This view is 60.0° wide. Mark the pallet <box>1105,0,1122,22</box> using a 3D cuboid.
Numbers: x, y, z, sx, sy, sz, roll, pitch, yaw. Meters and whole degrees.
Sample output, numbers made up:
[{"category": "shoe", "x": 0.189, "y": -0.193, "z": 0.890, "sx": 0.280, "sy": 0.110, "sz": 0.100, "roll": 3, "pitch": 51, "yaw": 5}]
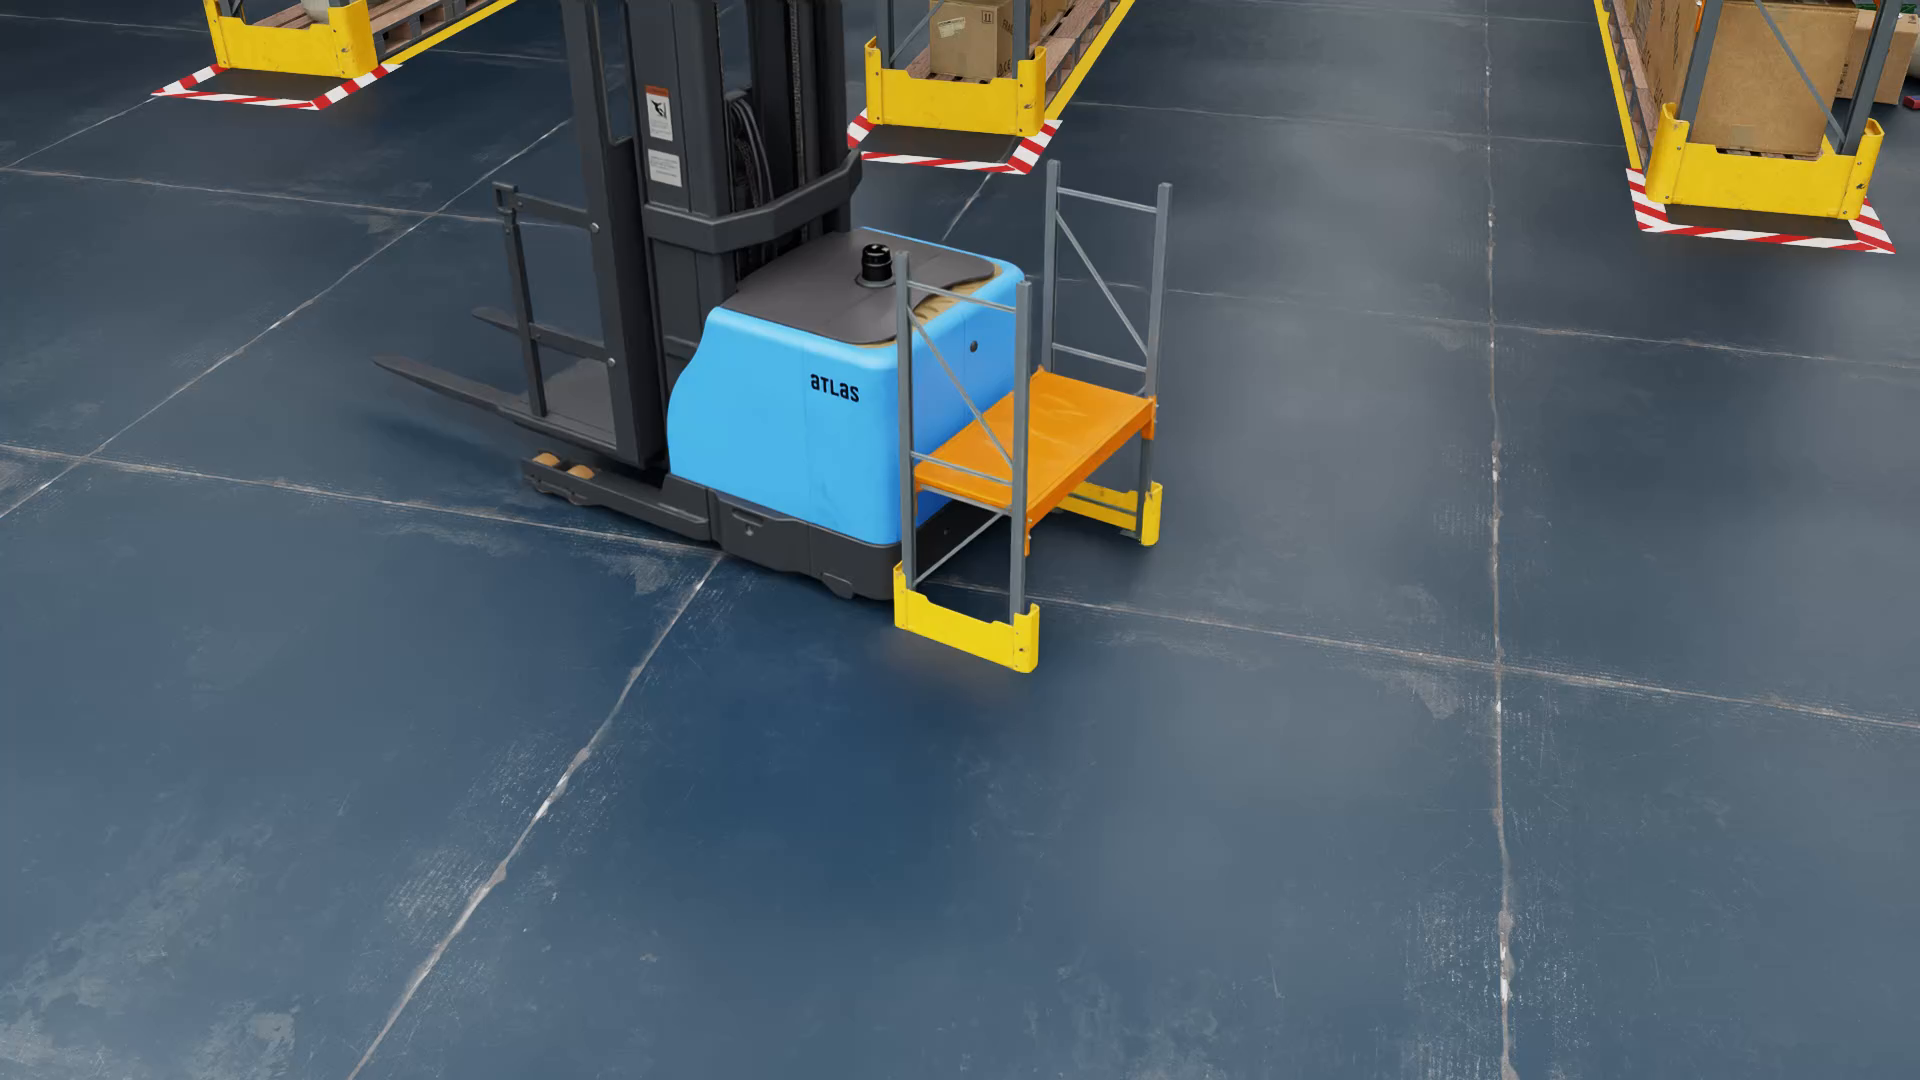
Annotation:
[{"category": "pallet", "x": 0.829, "y": -4.578, "z": 13.754, "sx": 1.003, "sy": 0.211, "sz": 1.213, "roll": 8, "pitch": 33, "yaw": 12}]

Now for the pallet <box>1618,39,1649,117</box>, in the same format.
[{"category": "pallet", "x": 5.161, "y": -3.184, "z": 11.562, "sx": 1.003, "sy": 0.211, "sz": 1.213, "roll": 8, "pitch": 33, "yaw": 12}]

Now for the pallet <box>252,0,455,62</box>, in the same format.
[{"category": "pallet", "x": -4.655, "y": -3.996, "z": 12.839, "sx": 1.003, "sy": 0.211, "sz": 1.213, "roll": 8, "pitch": 33, "yaw": 12}]

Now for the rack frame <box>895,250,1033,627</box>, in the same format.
[{"category": "rack frame", "x": 0.008, "y": -0.240, "z": 5.730, "sx": 0.500, "sy": 1.500, "sz": 0.032, "roll": 18, "pitch": 37, "yaw": 26}]

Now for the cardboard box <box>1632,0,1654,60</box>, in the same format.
[{"category": "cardboard box", "x": 5.285, "y": -3.875, "z": 11.639, "sx": 0.875, "sy": 0.875, "sz": 0.875, "roll": 8, "pitch": 33, "yaw": 13}]

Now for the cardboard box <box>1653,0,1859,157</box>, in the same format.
[{"category": "cardboard box", "x": 4.830, "y": -2.946, "z": 10.177, "sx": 0.875, "sy": 0.875, "sz": 0.875, "roll": 8, "pitch": 33, "yaw": 13}]

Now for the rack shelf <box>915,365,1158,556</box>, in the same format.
[{"category": "rack shelf", "x": 0.275, "y": -0.321, "z": 6.192, "sx": 0.538, "sy": 0.185, "sz": 1.000, "roll": 18, "pitch": 37, "yaw": 26}]

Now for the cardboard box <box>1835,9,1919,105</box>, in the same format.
[{"category": "cardboard box", "x": 6.336, "y": -3.381, "z": 11.600, "sx": 0.500, "sy": 0.500, "sz": 0.500, "roll": 14, "pitch": 35, "yaw": 21}]

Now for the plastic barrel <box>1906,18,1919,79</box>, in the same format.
[{"category": "plastic barrel", "x": 6.933, "y": -3.495, "z": 11.853, "sx": 0.421, "sy": 0.421, "sz": 0.512, "roll": -21, "pitch": 38, "yaw": -29}]

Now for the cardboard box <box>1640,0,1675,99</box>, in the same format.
[{"category": "cardboard box", "x": 5.052, "y": -3.403, "z": 10.895, "sx": 0.875, "sy": 0.875, "sz": 0.875, "roll": 8, "pitch": 33, "yaw": 12}]

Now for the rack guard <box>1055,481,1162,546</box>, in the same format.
[{"category": "rack guard", "x": 0.541, "y": -0.176, "z": 6.794, "sx": 0.587, "sy": 0.250, "sz": 0.087, "roll": 18, "pitch": 37, "yaw": 26}]

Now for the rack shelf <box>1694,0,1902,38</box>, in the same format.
[{"category": "rack shelf", "x": 5.230, "y": -4.039, "z": 10.977, "sx": 1.077, "sy": 0.370, "sz": 4.000, "roll": 8, "pitch": 33, "yaw": 12}]

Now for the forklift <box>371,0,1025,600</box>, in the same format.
[{"category": "forklift", "x": -1.253, "y": -1.600, "z": 6.534, "sx": 3.031, "sy": 2.935, "sz": 1.130, "roll": 19, "pitch": 37, "yaw": 27}]

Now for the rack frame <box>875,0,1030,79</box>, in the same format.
[{"category": "rack frame", "x": -0.050, "y": -4.032, "z": 10.296, "sx": 1.000, "sy": 3.000, "sz": 0.127, "roll": 8, "pitch": 33, "yaw": 12}]

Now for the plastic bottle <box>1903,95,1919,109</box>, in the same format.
[{"category": "plastic bottle", "x": 6.657, "y": -3.012, "z": 11.431, "sx": 0.283, "sy": 0.061, "sz": 0.133, "roll": -3, "pitch": 33, "yaw": -4}]

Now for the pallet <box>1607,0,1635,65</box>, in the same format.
[{"category": "pallet", "x": 5.469, "y": -3.819, "z": 12.561, "sx": 1.003, "sy": 0.211, "sz": 1.213, "roll": 8, "pitch": 33, "yaw": 12}]

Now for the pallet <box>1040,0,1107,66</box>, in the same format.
[{"category": "pallet", "x": 0.522, "y": -3.943, "z": 12.755, "sx": 1.003, "sy": 0.211, "sz": 1.213, "roll": 8, "pitch": 33, "yaw": 12}]

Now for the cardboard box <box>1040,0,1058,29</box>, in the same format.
[{"category": "cardboard box", "x": 0.421, "y": -4.113, "z": 12.363, "sx": 0.500, "sy": 0.500, "sz": 0.500, "roll": 11, "pitch": 34, "yaw": 17}]

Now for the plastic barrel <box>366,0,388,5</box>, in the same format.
[{"category": "plastic barrel", "x": -4.620, "y": -4.446, "z": 12.875, "sx": 0.421, "sy": 0.512, "sz": 0.421, "roll": 0, "pitch": 32, "yaw": 0}]

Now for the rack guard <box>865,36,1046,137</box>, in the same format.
[{"category": "rack guard", "x": -0.030, "y": -3.017, "z": 11.029, "sx": 1.175, "sy": 0.500, "sz": 0.348, "roll": 8, "pitch": 33, "yaw": 12}]

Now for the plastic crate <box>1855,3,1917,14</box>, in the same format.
[{"category": "plastic crate", "x": 6.960, "y": -3.949, "z": 12.733, "sx": 0.662, "sy": 0.188, "sz": 0.450, "roll": -28, "pitch": 32, "yaw": -37}]

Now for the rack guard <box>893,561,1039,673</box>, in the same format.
[{"category": "rack guard", "x": 0.018, "y": 0.278, "z": 6.079, "sx": 0.587, "sy": 0.250, "sz": 0.087, "roll": 18, "pitch": 37, "yaw": 26}]

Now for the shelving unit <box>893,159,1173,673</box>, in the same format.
[{"category": "shelving unit", "x": 0.280, "y": -0.476, "z": 6.102, "sx": 0.587, "sy": 1.500, "sz": 1.083, "roll": 18, "pitch": 37, "yaw": 26}]

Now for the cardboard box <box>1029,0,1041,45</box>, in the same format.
[{"category": "cardboard box", "x": 0.244, "y": -3.791, "z": 11.856, "sx": 0.500, "sy": 0.500, "sz": 0.500, "roll": 17, "pitch": 36, "yaw": 25}]

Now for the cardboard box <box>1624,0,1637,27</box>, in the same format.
[{"category": "cardboard box", "x": 5.510, "y": -4.344, "z": 12.376, "sx": 0.875, "sy": 0.875, "sz": 0.875, "roll": 9, "pitch": 33, "yaw": 13}]

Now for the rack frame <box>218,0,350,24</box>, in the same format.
[{"category": "rack frame", "x": -4.841, "y": -4.706, "z": 11.357, "sx": 1.000, "sy": 3.000, "sz": 0.127, "roll": 8, "pitch": 33, "yaw": 12}]

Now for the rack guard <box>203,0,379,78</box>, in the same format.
[{"category": "rack guard", "x": -4.867, "y": -3.697, "z": 12.100, "sx": 1.175, "sy": 0.500, "sz": 0.348, "roll": 8, "pitch": 33, "yaw": 12}]

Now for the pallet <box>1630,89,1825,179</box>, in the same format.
[{"category": "pallet", "x": 4.850, "y": -2.553, "z": 10.569, "sx": 1.003, "sy": 0.211, "sz": 1.213, "roll": 8, "pitch": 33, "yaw": 12}]

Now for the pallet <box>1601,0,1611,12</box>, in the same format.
[{"category": "pallet", "x": 5.860, "y": -4.614, "z": 13.811, "sx": 1.003, "sy": 0.211, "sz": 1.213, "roll": 8, "pitch": 33, "yaw": 12}]

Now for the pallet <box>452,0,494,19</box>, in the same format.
[{"category": "pallet", "x": -4.344, "y": -4.627, "z": 13.832, "sx": 1.003, "sy": 0.211, "sz": 1.213, "roll": 8, "pitch": 33, "yaw": 12}]

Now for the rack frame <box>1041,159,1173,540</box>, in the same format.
[{"category": "rack frame", "x": 0.542, "y": -0.704, "z": 6.460, "sx": 0.500, "sy": 1.500, "sz": 0.032, "roll": 18, "pitch": 37, "yaw": 26}]

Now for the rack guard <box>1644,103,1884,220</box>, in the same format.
[{"category": "rack guard", "x": 4.716, "y": -2.237, "z": 9.803, "sx": 1.175, "sy": 0.500, "sz": 0.348, "roll": 8, "pitch": 33, "yaw": 12}]

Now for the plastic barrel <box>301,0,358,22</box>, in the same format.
[{"category": "plastic barrel", "x": -4.747, "y": -4.186, "z": 12.466, "sx": 0.421, "sy": 0.512, "sz": 0.421, "roll": 0, "pitch": 32, "yaw": 0}]

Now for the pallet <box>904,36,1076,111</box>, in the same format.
[{"category": "pallet", "x": 0.210, "y": -3.311, "z": 11.762, "sx": 1.003, "sy": 0.211, "sz": 1.213, "roll": 8, "pitch": 33, "yaw": 12}]

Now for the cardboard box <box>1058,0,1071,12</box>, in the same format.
[{"category": "cardboard box", "x": 0.606, "y": -4.397, "z": 12.809, "sx": 0.500, "sy": 0.500, "sz": 0.500, "roll": 5, "pitch": 33, "yaw": 8}]

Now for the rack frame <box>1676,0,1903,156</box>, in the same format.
[{"category": "rack frame", "x": 4.722, "y": -3.304, "z": 9.152, "sx": 1.000, "sy": 3.000, "sz": 0.127, "roll": 8, "pitch": 33, "yaw": 12}]

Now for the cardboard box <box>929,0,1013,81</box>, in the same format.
[{"category": "cardboard box", "x": 0.125, "y": -3.476, "z": 11.361, "sx": 0.500, "sy": 0.500, "sz": 0.500, "roll": 14, "pitch": 35, "yaw": 21}]
